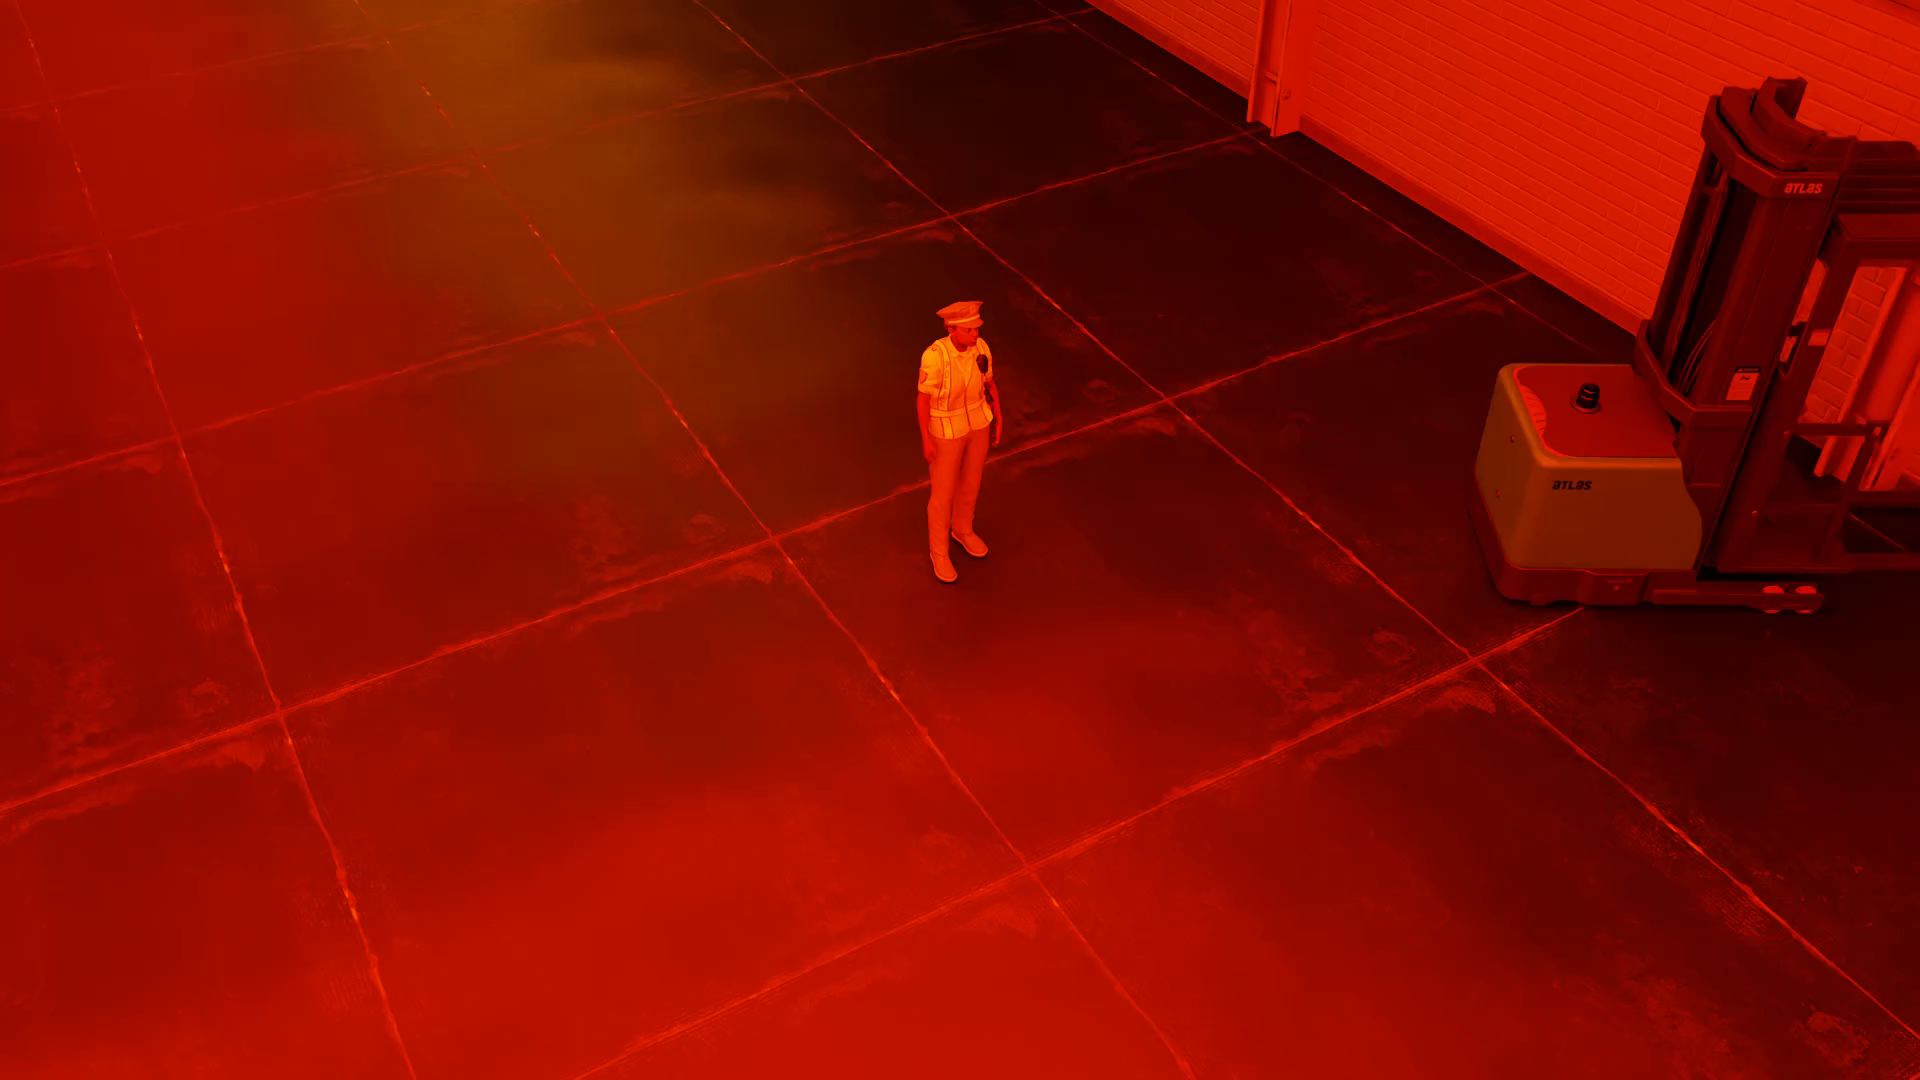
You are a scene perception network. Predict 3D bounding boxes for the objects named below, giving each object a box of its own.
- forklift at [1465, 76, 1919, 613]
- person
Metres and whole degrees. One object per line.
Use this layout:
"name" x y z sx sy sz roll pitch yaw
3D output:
"forklift" 4.703 -1.040 9.290 3.031 2.935 1.130 1 40 1
"person" 0.020 -0.610 9.728 0.569 1.695 0.528 -20 44 -23
